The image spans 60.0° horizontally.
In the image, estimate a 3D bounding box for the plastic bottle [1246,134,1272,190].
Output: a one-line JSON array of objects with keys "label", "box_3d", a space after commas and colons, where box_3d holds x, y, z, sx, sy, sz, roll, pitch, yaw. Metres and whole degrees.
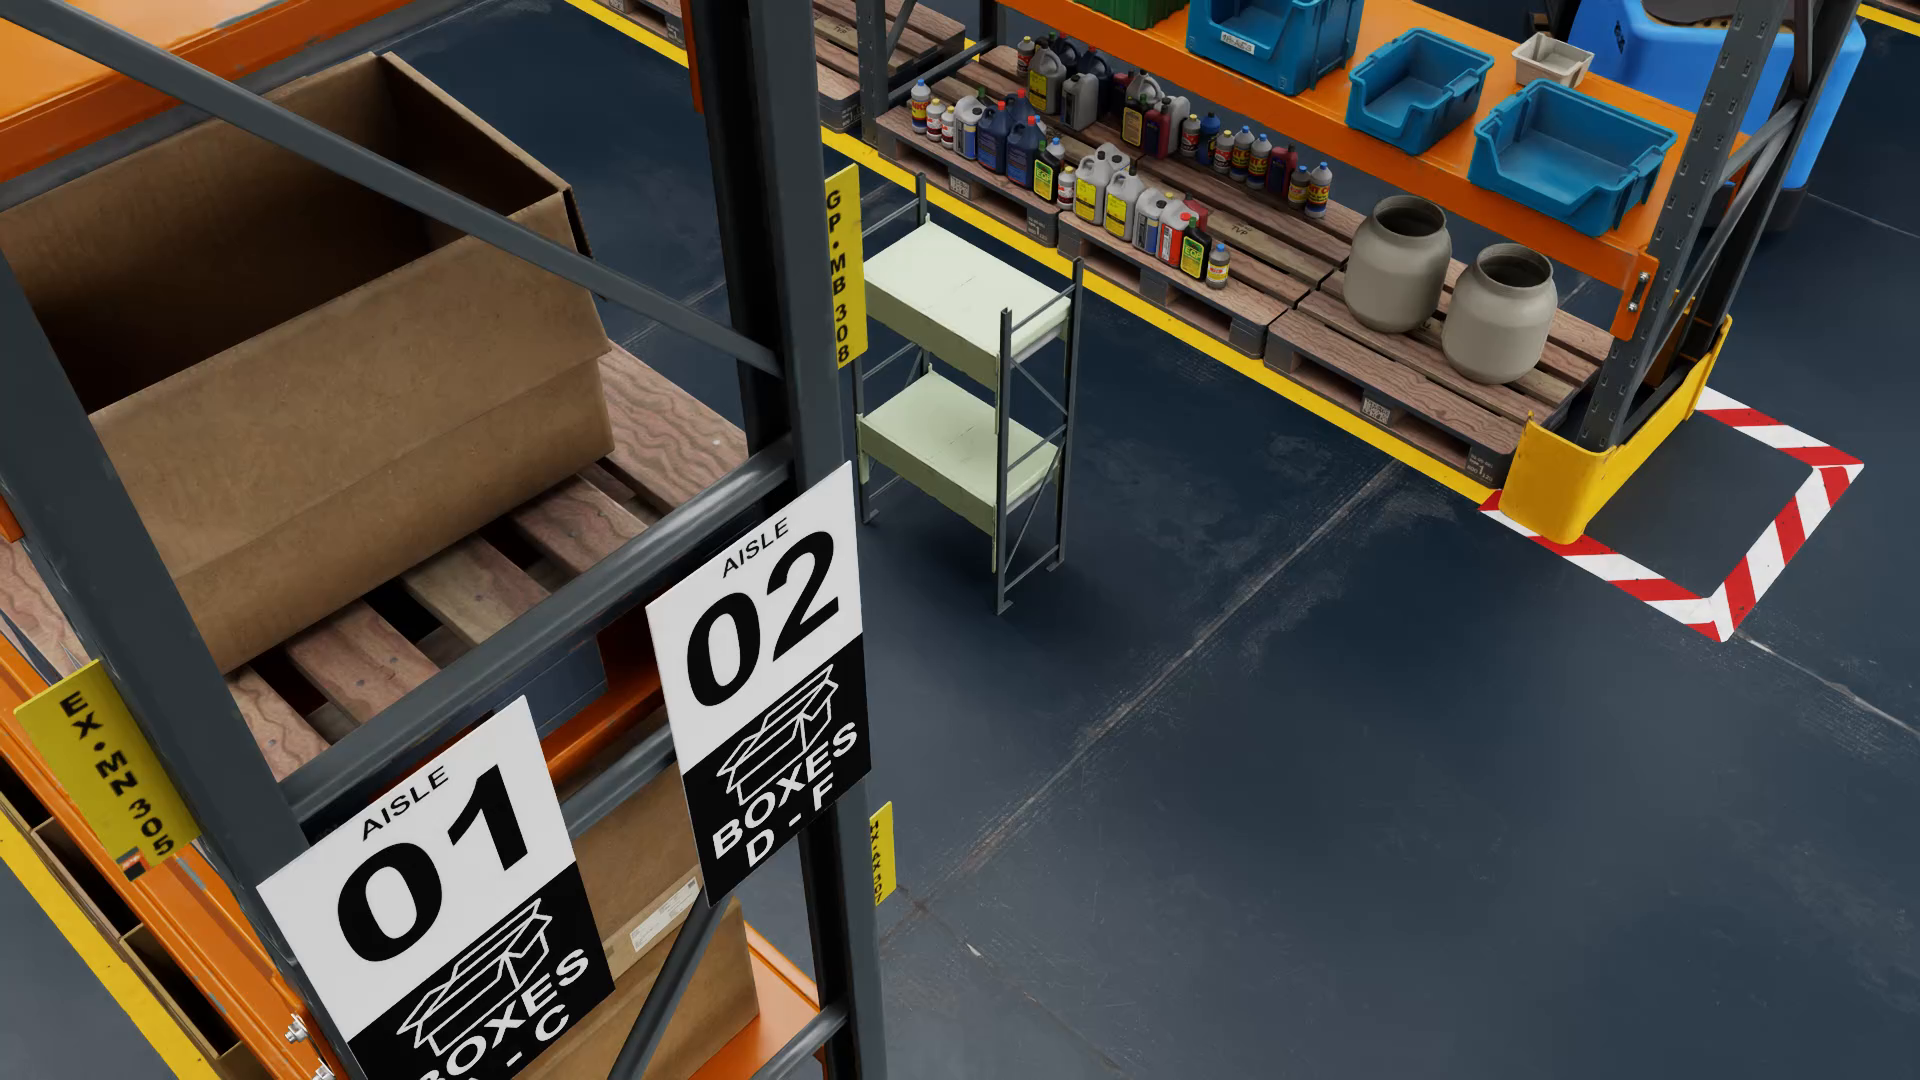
[{"label": "plastic bottle", "box_3d": [1.436, -1.823, 7.974, 0.097, 0.271, 0.097, 0, 47, 0]}]

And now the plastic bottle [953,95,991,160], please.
[{"label": "plastic bottle", "box_3d": [0.063, -2.032, 8.166, 0.135, 0.276, 0.152, 36, 56, 29]}]

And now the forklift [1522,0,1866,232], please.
[{"label": "forklift", "box_3d": [3.700, -3.579, 8.100, 1.130, 2.935, 3.031, 5, 47, 5]}]

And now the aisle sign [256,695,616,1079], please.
[{"label": "aisle sign", "box_3d": [-0.704, 0.579, 2.366, 0.004, 0.787, 0.394, 34, 55, 28]}]

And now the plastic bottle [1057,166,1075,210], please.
[{"label": "plastic bottle", "box_3d": [0.512, -1.676, 7.884, 0.097, 0.201, 0.097, 0, 47, 0]}]

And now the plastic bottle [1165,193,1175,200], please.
[{"label": "plastic bottle", "box_3d": [0.964, -1.523, 7.740, 0.097, 0.201, 0.097, 0, 47, 0]}]

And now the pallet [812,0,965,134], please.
[{"label": "pallet", "box_3d": [-0.734, -2.764, 9.200, 1.213, 0.211, 1.003, 34, 55, 28]}]

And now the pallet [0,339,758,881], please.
[{"label": "pallet", "box_3d": [-1.055, -0.081, 2.772, 1.213, 0.211, 1.003, 34, 55, 28]}]

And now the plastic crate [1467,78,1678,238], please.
[{"label": "plastic crate", "box_3d": [2.238, -1.409, 6.118, 0.616, 0.251, 0.499, 34, 55, 28]}]

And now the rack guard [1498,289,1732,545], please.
[{"label": "rack guard", "box_3d": [2.721, -0.530, 6.905, 0.348, 0.500, 1.175, 34, 55, 28]}]

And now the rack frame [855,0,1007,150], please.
[{"label": "rack frame", "box_3d": [-0.130, -3.351, 7.839, 0.127, 3.000, 1.000, 34, 55, 28]}]

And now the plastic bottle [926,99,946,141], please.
[{"label": "plastic bottle", "box_3d": [-0.119, -2.101, 8.283, 0.097, 0.201, 0.097, 0, 47, 0]}]

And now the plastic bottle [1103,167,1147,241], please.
[{"label": "plastic bottle", "box_3d": [0.769, -1.578, 7.689, 0.144, 0.351, 0.185, -36, 56, -29]}]

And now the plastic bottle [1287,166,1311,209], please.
[{"label": "plastic bottle", "box_3d": [1.612, -1.680, 7.888, 0.097, 0.201, 0.097, 0, 47, 0]}]

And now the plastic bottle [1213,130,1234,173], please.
[{"label": "plastic bottle", "box_3d": [1.290, -1.897, 8.091, 0.097, 0.201, 0.097, 0, 47, 0]}]

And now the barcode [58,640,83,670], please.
[{"label": "barcode", "box_3d": [-1.102, 0.162, 2.084, 0.075, 0.075, 0.001, 34, 55, 28]}]

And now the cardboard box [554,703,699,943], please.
[{"label": "cardboard box", "box_3d": [-0.927, 0.536, 3.230, 0.500, 0.500, 0.700, 34, 55, 28]}]

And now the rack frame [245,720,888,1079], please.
[{"label": "rack frame", "box_3d": [-0.553, 1.279, 3.492, 0.127, 3.000, 1.000, 34, 55, 28]}]

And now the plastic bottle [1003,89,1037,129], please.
[{"label": "plastic bottle", "box_3d": [0.279, -2.051, 8.133, 0.185, 0.351, 0.144, 34, 55, 28]}]

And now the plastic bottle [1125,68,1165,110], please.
[{"label": "plastic bottle", "box_3d": [0.917, -2.176, 8.251, 0.185, 0.351, 0.144, 34, 55, 27]}]

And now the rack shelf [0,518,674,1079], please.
[{"label": "rack shelf", "box_3d": [-2.023, -0.491, 3.589, 4.000, 0.370, 1.077, 34, 55, 28]}]

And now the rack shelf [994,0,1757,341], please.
[{"label": "rack shelf", "box_3d": [1.339, -2.116, 7.172, 4.000, 0.370, 1.077, 34, 55, 28]}]

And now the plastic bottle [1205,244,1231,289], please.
[{"label": "plastic bottle", "box_3d": [1.162, -1.239, 7.474, 0.097, 0.201, 0.097, 0, 47, 0]}]

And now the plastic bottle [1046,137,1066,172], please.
[{"label": "plastic bottle", "box_3d": [0.453, -1.800, 7.952, 0.097, 0.271, 0.097, 0, 47, 0]}]

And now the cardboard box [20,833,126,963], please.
[{"label": "cardboard box", "box_3d": [-2.630, 0.990, 5.361, 0.500, 0.250, 0.500, 34, 55, 28]}]

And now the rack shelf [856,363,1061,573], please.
[{"label": "rack shelf", "box_3d": [0.005, -0.287, 6.438, 0.720, 0.370, 0.431, 34, 55, 28]}]

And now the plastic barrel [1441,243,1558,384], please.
[{"label": "plastic barrel", "box_3d": [2.274, -0.950, 7.003, 0.421, 0.512, 0.421, 0, 47, 0]}]

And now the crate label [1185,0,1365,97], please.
[{"label": "crate label", "box_3d": [1.273, -2.150, 6.687, 0.616, 0.435, 0.502, 34, 55, 28]}]

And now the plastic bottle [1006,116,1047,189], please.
[{"label": "plastic bottle", "box_3d": [0.320, -1.880, 7.973, 0.185, 0.351, 0.144, 32, 54, 26]}]

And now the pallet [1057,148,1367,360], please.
[{"label": "pallet", "box_3d": [1.236, -1.439, 7.956, 1.213, 0.211, 1.003, 34, 55, 28]}]

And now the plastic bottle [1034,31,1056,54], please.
[{"label": "plastic bottle", "box_3d": [0.447, -2.511, 8.611, 0.061, 0.283, 0.133, -36, 56, -29]}]

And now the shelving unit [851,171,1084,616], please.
[{"label": "shelving unit", "box_3d": [0.005, -0.510, 6.200, 0.755, 1.500, 0.431, 34, 55, 28]}]

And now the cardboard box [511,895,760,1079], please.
[{"label": "cardboard box", "box_3d": [-0.888, 1.007, 3.679, 0.500, 0.500, 0.700, 34, 55, 28]}]

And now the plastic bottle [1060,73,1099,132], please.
[{"label": "plastic bottle", "box_3d": [0.597, -2.218, 8.342, 0.135, 0.276, 0.152, 34, 55, 28]}]

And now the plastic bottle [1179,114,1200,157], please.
[{"label": "plastic bottle", "box_3d": [1.139, -1.999, 8.187, 0.097, 0.201, 0.097, 0, 47, 0]}]

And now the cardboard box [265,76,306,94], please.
[{"label": "cardboard box", "box_3d": [-1.588, -0.942, 3.066, 0.500, 0.500, 0.500, 34, 55, 28]}]

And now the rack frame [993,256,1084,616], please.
[{"label": "rack frame", "box_3d": [0.274, -0.329, 6.030, 0.023, 1.500, 0.400, 34, 55, 28]}]

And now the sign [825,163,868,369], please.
[{"label": "sign", "box_3d": [-0.172, -0.369, 2.327, 0.005, 0.325, 0.100, 34, 55, 28]}]

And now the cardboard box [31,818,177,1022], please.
[{"label": "cardboard box", "box_3d": [-2.261, 0.979, 4.857, 0.500, 0.500, 0.500, 34, 55, 28]}]

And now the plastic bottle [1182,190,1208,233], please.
[{"label": "plastic bottle", "box_3d": [1.067, -1.464, 7.628, 0.133, 0.283, 0.061, 34, 55, 28]}]

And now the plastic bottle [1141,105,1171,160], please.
[{"label": "plastic bottle", "box_3d": [0.962, -2.013, 8.144, 0.133, 0.283, 0.061, 34, 55, 28]}]

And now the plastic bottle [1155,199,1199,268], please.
[{"label": "plastic bottle", "box_3d": [0.995, -1.404, 7.577, 0.135, 0.276, 0.152, 34, 56, 28]}]

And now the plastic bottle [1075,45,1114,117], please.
[{"label": "plastic bottle", "box_3d": [0.679, -2.336, 8.401, 0.185, 0.351, 0.144, 31, 54, 26]}]

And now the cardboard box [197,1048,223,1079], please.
[{"label": "cardboard box", "box_3d": [-1.892, 1.482, 4.899, 0.500, 0.250, 0.500, 34, 55, 28]}]
